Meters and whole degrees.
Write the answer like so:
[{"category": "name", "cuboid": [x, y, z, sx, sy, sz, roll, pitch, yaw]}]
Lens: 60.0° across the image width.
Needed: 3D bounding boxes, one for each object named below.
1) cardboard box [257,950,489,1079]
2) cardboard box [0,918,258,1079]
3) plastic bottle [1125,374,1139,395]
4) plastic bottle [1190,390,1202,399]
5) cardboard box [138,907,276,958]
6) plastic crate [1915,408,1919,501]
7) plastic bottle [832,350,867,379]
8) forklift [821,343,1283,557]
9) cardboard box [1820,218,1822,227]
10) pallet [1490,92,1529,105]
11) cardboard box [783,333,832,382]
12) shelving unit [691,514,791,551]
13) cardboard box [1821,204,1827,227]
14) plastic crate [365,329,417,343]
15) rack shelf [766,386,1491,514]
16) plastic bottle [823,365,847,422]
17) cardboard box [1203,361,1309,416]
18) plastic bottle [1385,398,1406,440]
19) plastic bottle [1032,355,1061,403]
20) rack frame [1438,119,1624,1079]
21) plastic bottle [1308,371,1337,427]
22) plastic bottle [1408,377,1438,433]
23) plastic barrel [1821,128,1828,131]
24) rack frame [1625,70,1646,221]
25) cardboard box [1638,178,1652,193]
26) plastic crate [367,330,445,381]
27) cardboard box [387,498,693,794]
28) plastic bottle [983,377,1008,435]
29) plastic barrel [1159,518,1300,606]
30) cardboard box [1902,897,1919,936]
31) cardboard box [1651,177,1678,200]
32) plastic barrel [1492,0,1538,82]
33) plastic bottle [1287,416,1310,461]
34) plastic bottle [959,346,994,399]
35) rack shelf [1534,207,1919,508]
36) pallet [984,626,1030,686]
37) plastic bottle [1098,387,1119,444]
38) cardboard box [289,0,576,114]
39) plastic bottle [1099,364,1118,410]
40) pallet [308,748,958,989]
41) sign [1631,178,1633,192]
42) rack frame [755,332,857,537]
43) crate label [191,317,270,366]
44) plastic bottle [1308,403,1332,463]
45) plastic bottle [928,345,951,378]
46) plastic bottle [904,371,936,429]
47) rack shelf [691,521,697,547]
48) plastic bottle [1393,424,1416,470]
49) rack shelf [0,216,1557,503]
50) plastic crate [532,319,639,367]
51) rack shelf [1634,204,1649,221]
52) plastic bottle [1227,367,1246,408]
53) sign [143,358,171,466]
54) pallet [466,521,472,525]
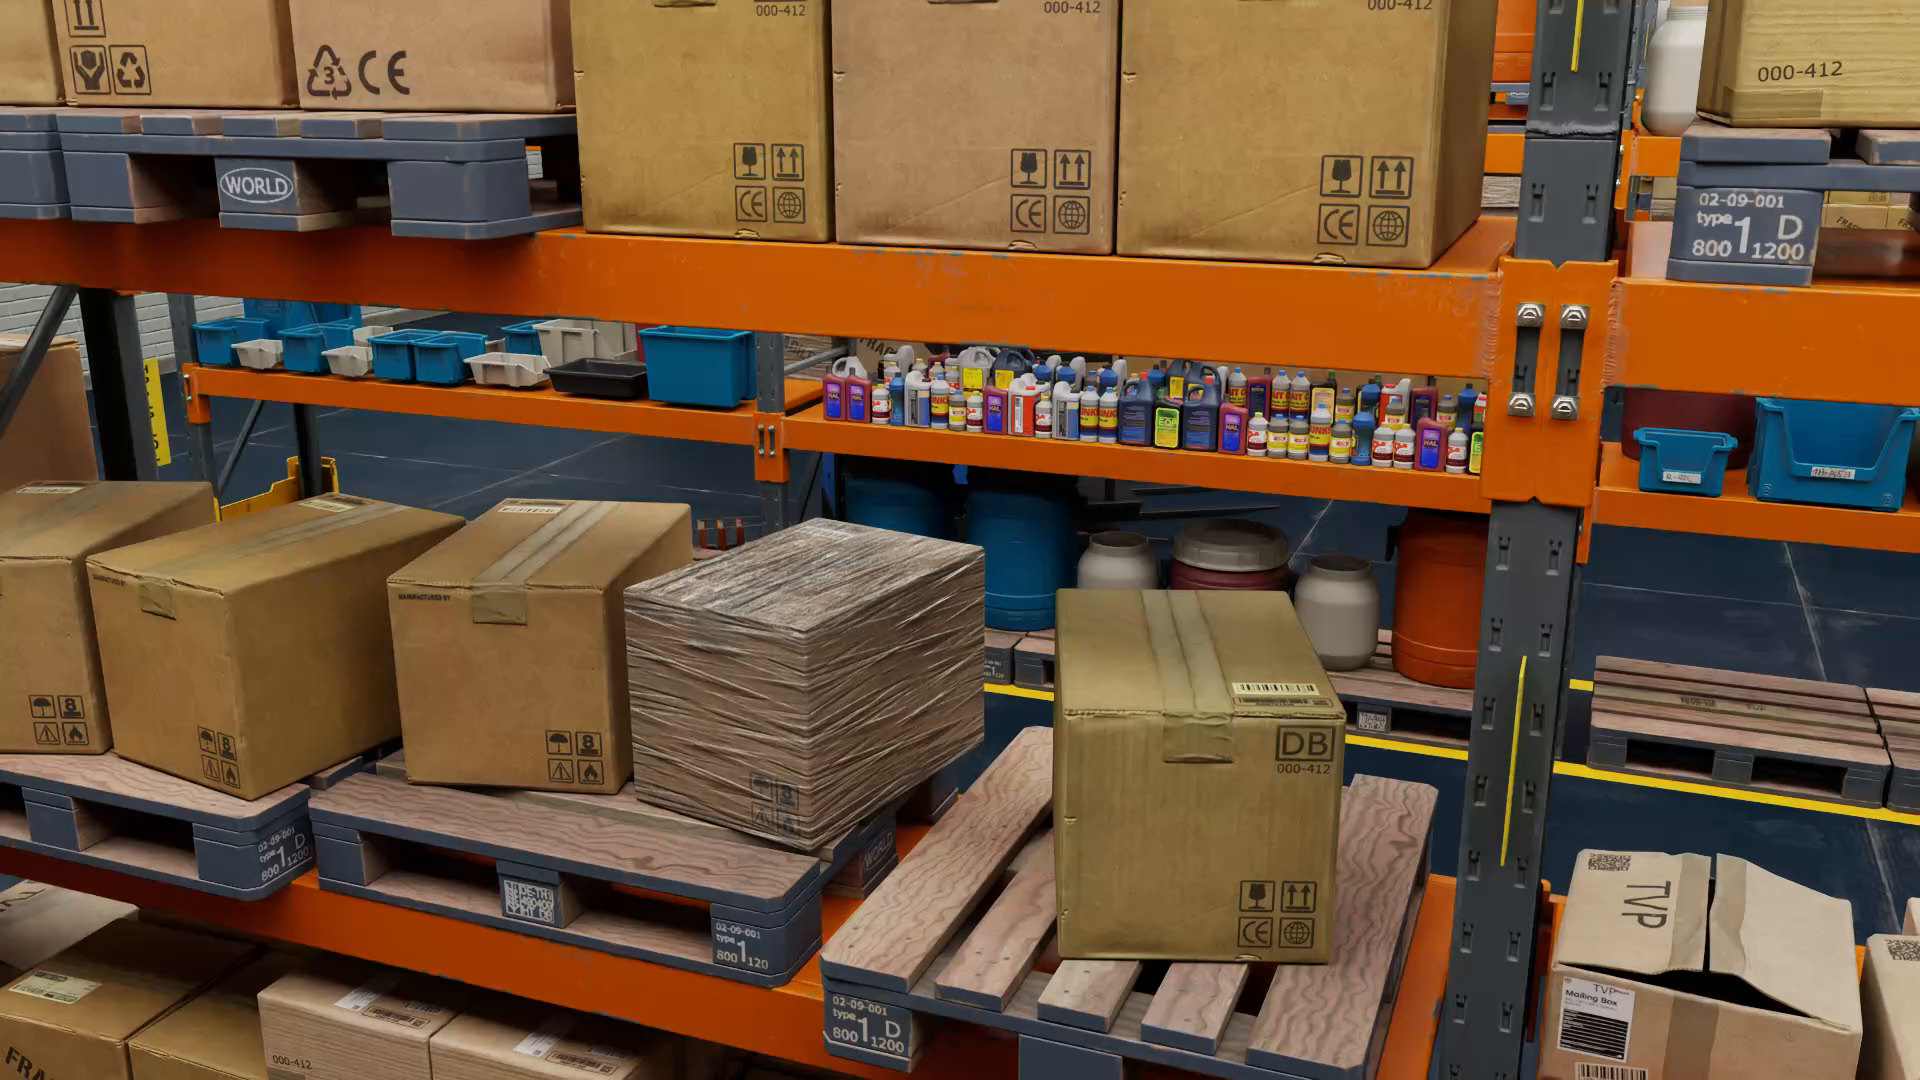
[{"category": "cardboard box", "cuboid": [-1.359, 1.163, 4.137, 0.500, 0.250, 0.500, 6, 17, 21]}, {"category": "cardboard box", "cuboid": [-2.289, 1.421, 4.594, 0.500, 0.500, 0.500, 5, 17, 18]}, {"category": "plastic bottle", "cuboid": [0.925, -0.782, 8.845, 0.097, 0.201, 0.097, 0, 16, 0]}, {"category": "plastic bottle", "cuboid": [1.177, -0.604, 8.084, 0.133, 0.283, 0.061, 6, 17, 21]}, {"category": "cardboard box", "cuboid": [-2.085, 1.284, 5.064, 0.500, 0.500, 0.500, 6, 17, 20]}, {"category": "plastic crate", "cuboid": [4.283, -0.342, 6.858, 0.583, 0.464, 0.402, 6, 17, 21]}, {"category": "plastic bottle", "cuboid": [-0.582, -0.818, 8.698, 0.185, 0.351, 0.144, 6, 17, 21]}, {"category": "forklift", "cuboid": [0.621, -1.438, 10.870, 3.031, 2.935, 1.130, -3, 16, -10]}, {"category": "cardboard box", "cuboid": [5.783, -2.014, 11.800, 0.500, 0.500, 0.700, 9, 19, 29]}, {"category": "pallet", "cuboid": [4.091, -3.243, 11.922, 1.003, 0.211, 1.213, 7, 18, 23]}, {"category": "cardboard box", "cuboid": [-1.261, -1.703, 14.716, 0.875, 0.875, 0.875, 6, 17, 21]}, {"category": "shelving unit", "cuboid": [-1.699, -0.012, 10.864, 1.200, 0.189, 0.258, -4, 18, -9]}, {"category": "cardboard box", "cuboid": [7.885, -2.946, 15.762, 0.500, 0.500, 0.500, 6, 17, 21]}, {"category": "plastic crate", "cuboid": [-3.460, -1.207, 10.316, 0.243, 0.136, 0.396, 6, 17, 21]}, {"category": "rack shelf", "cuboid": [1.032, -0.415, 8.515, 4.000, 0.370, 1.077, 6, 17, 21]}, {"category": "plastic bottle", "cuboid": [-0.644, -0.761, 8.625, 0.133, 0.283, 0.061, 6, 17, 21]}, {"category": "cardboard box", "cuboid": [2.423, -1.280, 13.260, 0.875, 0.875, 1.225, 6, 17, 19]}, {"category": "plastic bottle", "cuboid": [2.150, -0.602, 8.223, 0.097, 0.201, 0.097, 0, 16, 0]}, {"category": "plastic bottle", "cuboid": [0.466, -0.860, 8.980, 0.135, 0.276, 0.152, 6, 17, 21]}, {"category": "rack frame", "cuboid": [1.072, 0.728, 3.286, 0.127, 3.000, 1.000, 6, 17, 21]}, {"category": "plastic bottle", "cuboid": [1.856, -0.725, 8.499, 0.133, 0.283, 0.061, 6, 17, 21]}, {"category": "plastic bottle", "cuboid": [2.320, -0.674, 8.324, 0.133, 0.283, 0.061, 6, 17, 21]}, {"category": "plastic barrel", "cuboid": [3.577, -2.097, 6.738, 0.600, 0.901, 0.600, 0, 16, 0]}, {"category": "rack frame", "cuboid": [6.624, -3.117, 16.530, 0.127, 3.000, 1.000, 6, 17, 21]}, {"category": "cardboard box", "cuboid": [8.580, -4.411, 20.683, 0.250, 0.149, 0.380, 5, 17, 17]}, {"category": "plastic crate", "cuboid": [-3.216, -1.078, 9.698, 0.300, 0.233, 0.416, 6, 17, 21]}, {"category": "cardboard box", "cuboid": [-0.983, 0.234, 4.055, 0.500, 0.500, 0.700, 2, 16, 7]}, {"category": "plastic bottle", "cuboid": [0.182, -0.670, 8.312, 0.133, 0.283, 0.061, 6, 17, 21]}, {"category": "plastic barrel", "cuboid": [1.381, 0.239, 8.542, 0.708, 0.588, 0.600, 6, 17, 21]}, {"category": "cardboard box", "cuboid": [2.010, 0.869, 3.251, 0.250, 0.149, 0.380, 6, 17, 21]}, {"category": "cardboard box", "cuboid": [7.038, -3.597, 16.209, 0.500, 0.500, 0.700, 6, 17, 20]}, {"category": "plastic barrel", "cuboid": [2.366, -2.464, 7.376, 0.708, 0.830, 0.600, 6, 17, 21]}, {"category": "plastic bottle", "cuboid": [1.592, -0.482, 7.808, 0.097, 0.201, 0.097, 0, 16, 0]}, {"category": "plastic bottle", "cuboid": [0.094, -0.895, 8.966, 0.185, 0.351, 0.144, 6, 17, 21]}, {"category": "rack shelf", "cuboid": [2.932, -0.162, 2.263, 4.000, 0.370, 1.077, 6, 17, 21]}, {"category": "pallet", "cuboid": [-0.126, 0.463, 9.199, 1.213, 0.211, 1.003, 6, 17, 21]}, {"category": "plastic bottle", "cuboid": [0.728, -0.610, 8.126, 0.097, 0.271, 0.097, 0, 16, 0]}, {"category": "cardboard box", "cuboid": [-0.966, -1.213, 3.480, 0.600, 0.600, 0.600, 6, 17, 18]}, {"category": "plastic bottle", "cuboid": [0.778, -0.786, 8.733, 0.097, 0.271, 0.097, 0, 16, 0]}, {"category": "pallet", "cuboid": [-0.739, 0.622, 3.994, 1.213, 0.211, 1.003, 6, 17, 21]}, {"category": "sign", "cuboid": [6.433, -3.493, 15.891, 0.005, 0.325, 0.100, 6, 17, 21]}, {"category": "rack frame", "cuboid": [-0.828, -0.965, 9.119, 0.127, 3.000, 1.000, 6, 17, 21]}, {"category": "crate label", "cuboid": [-4.441, -1.212, 10.162, 0.303, 0.233, 0.416, 6, 17, 21]}, {"category": "plastic bottle", "cuboid": [1.682, -0.505, 7.764, 0.097, 0.271, 0.097, 0, 16, 0]}, {"category": "plastic bottle", "cuboid": [-0.111, -0.941, 9.244, 0.133, 0.283, 0.061, 6, 17, 21]}, {"category": "plastic bottle", "cuboid": [-0.197, -0.722, 8.504, 0.135, 0.276, 0.152, 6, 17, 21]}, {"category": "rack shelf", "cuboid": [-1.774, -0.008, 10.853, 0.103, 0.180, 0.258, -4, 18, -9]}, {"category": "plastic bottle", "cuboid": [2.044, -0.432, 7.637, 0.097, 0.201, 0.097, 0, 16, 0]}, {"category": "rack shelf", "cuboid": [-0.789, -0.572, 3.672, 4.000, 0.370, 1.077, 6, 17, 21]}, {"category": "plastic crate", "cuboid": [-2.181, -1.141, 9.830, 0.530, 0.282, 0.437, 6, 17, 21]}, {"category": "rack shelf", "cuboid": [10.207, -3.861, 20.383, 4.000, 0.370, 1.077, 6, 17, 21]}, {"category": "plastic bottle", "cuboid": [1.436, -0.760, 8.641, 0.097, 0.271, 0.097, 0, 16, 0]}, {"category": "sign", "cuboid": [-2.449, -0.382, 5.031, 0.005, 0.325, 0.100, 6, 17, 21]}, {"category": "pallet", "cuboid": [-3.797, 0.059, 10.592, 1.213, 0.211, 1.003, 6, 17, 21]}]
